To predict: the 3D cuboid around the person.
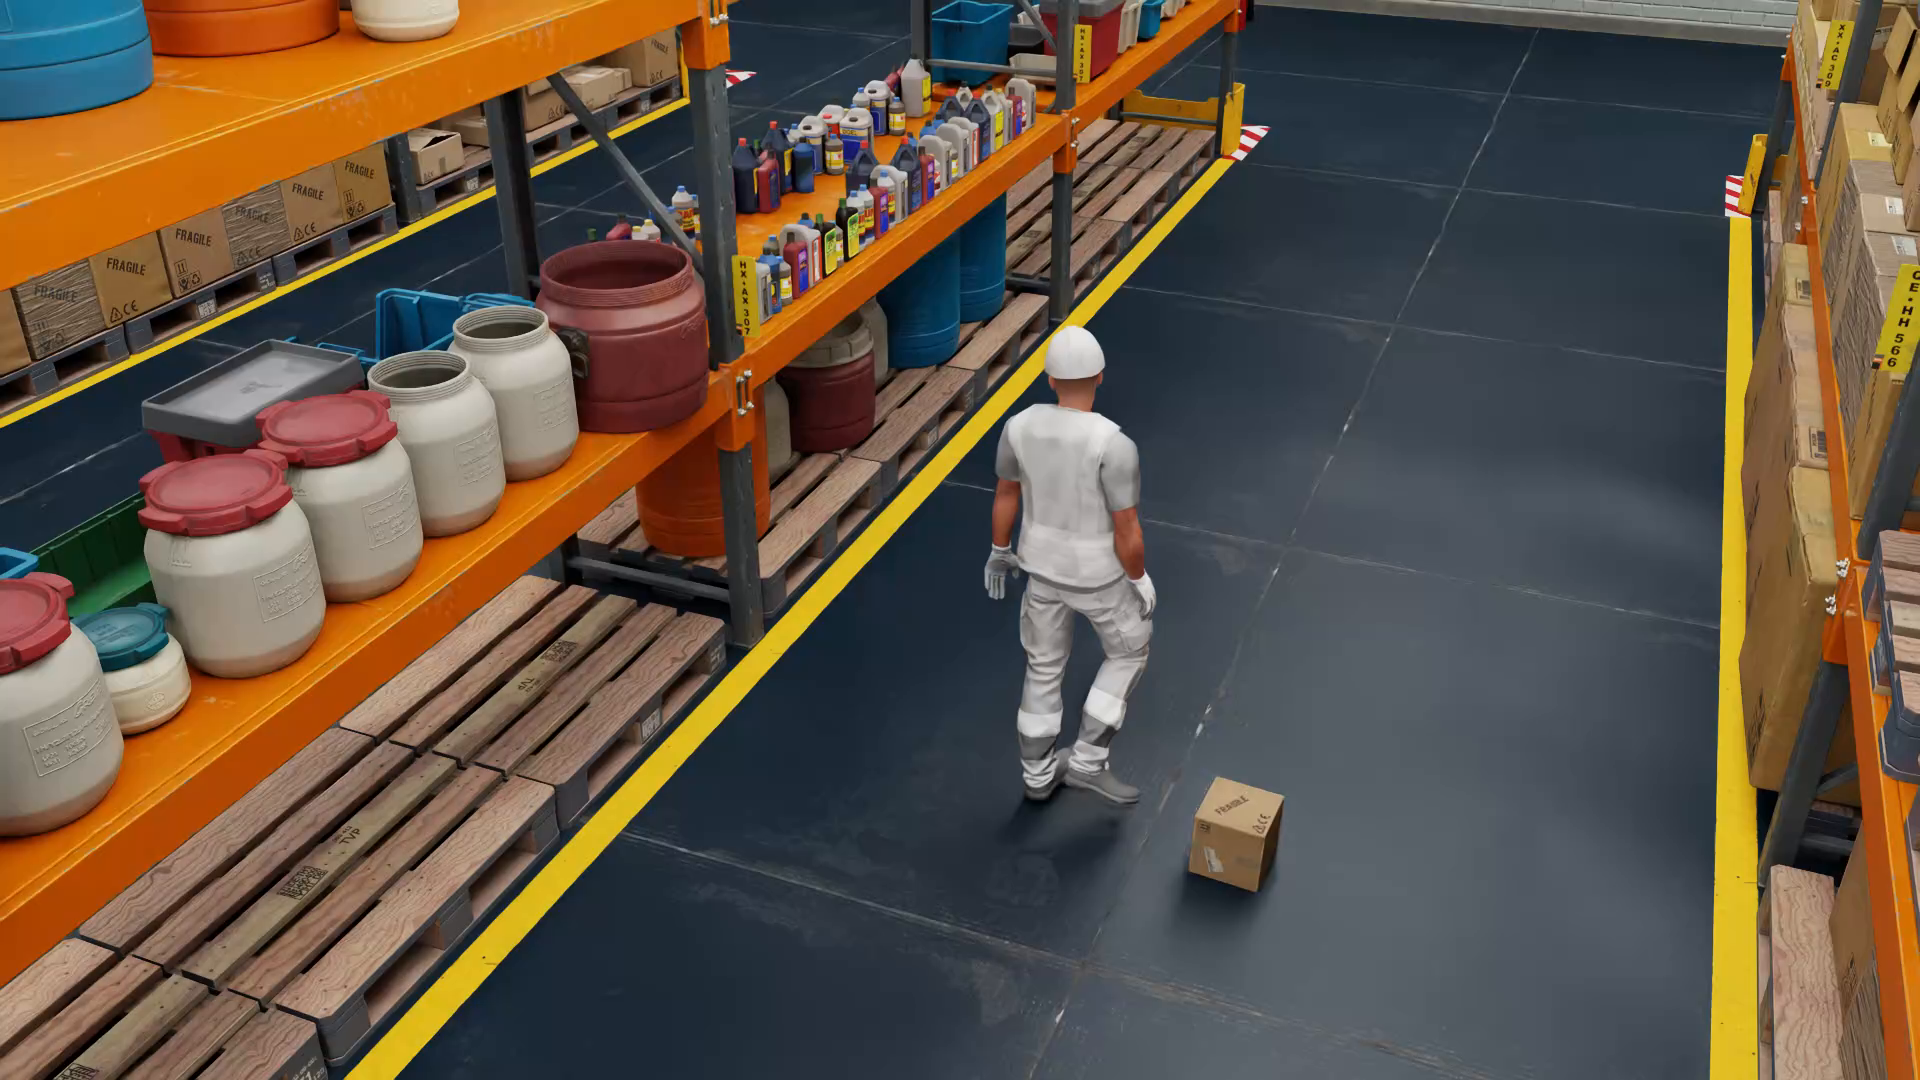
[{"bbox_3d":[0.400,0.117,5.856,0.672,1.775,0.436,18,34,29],"label":"person"}]
